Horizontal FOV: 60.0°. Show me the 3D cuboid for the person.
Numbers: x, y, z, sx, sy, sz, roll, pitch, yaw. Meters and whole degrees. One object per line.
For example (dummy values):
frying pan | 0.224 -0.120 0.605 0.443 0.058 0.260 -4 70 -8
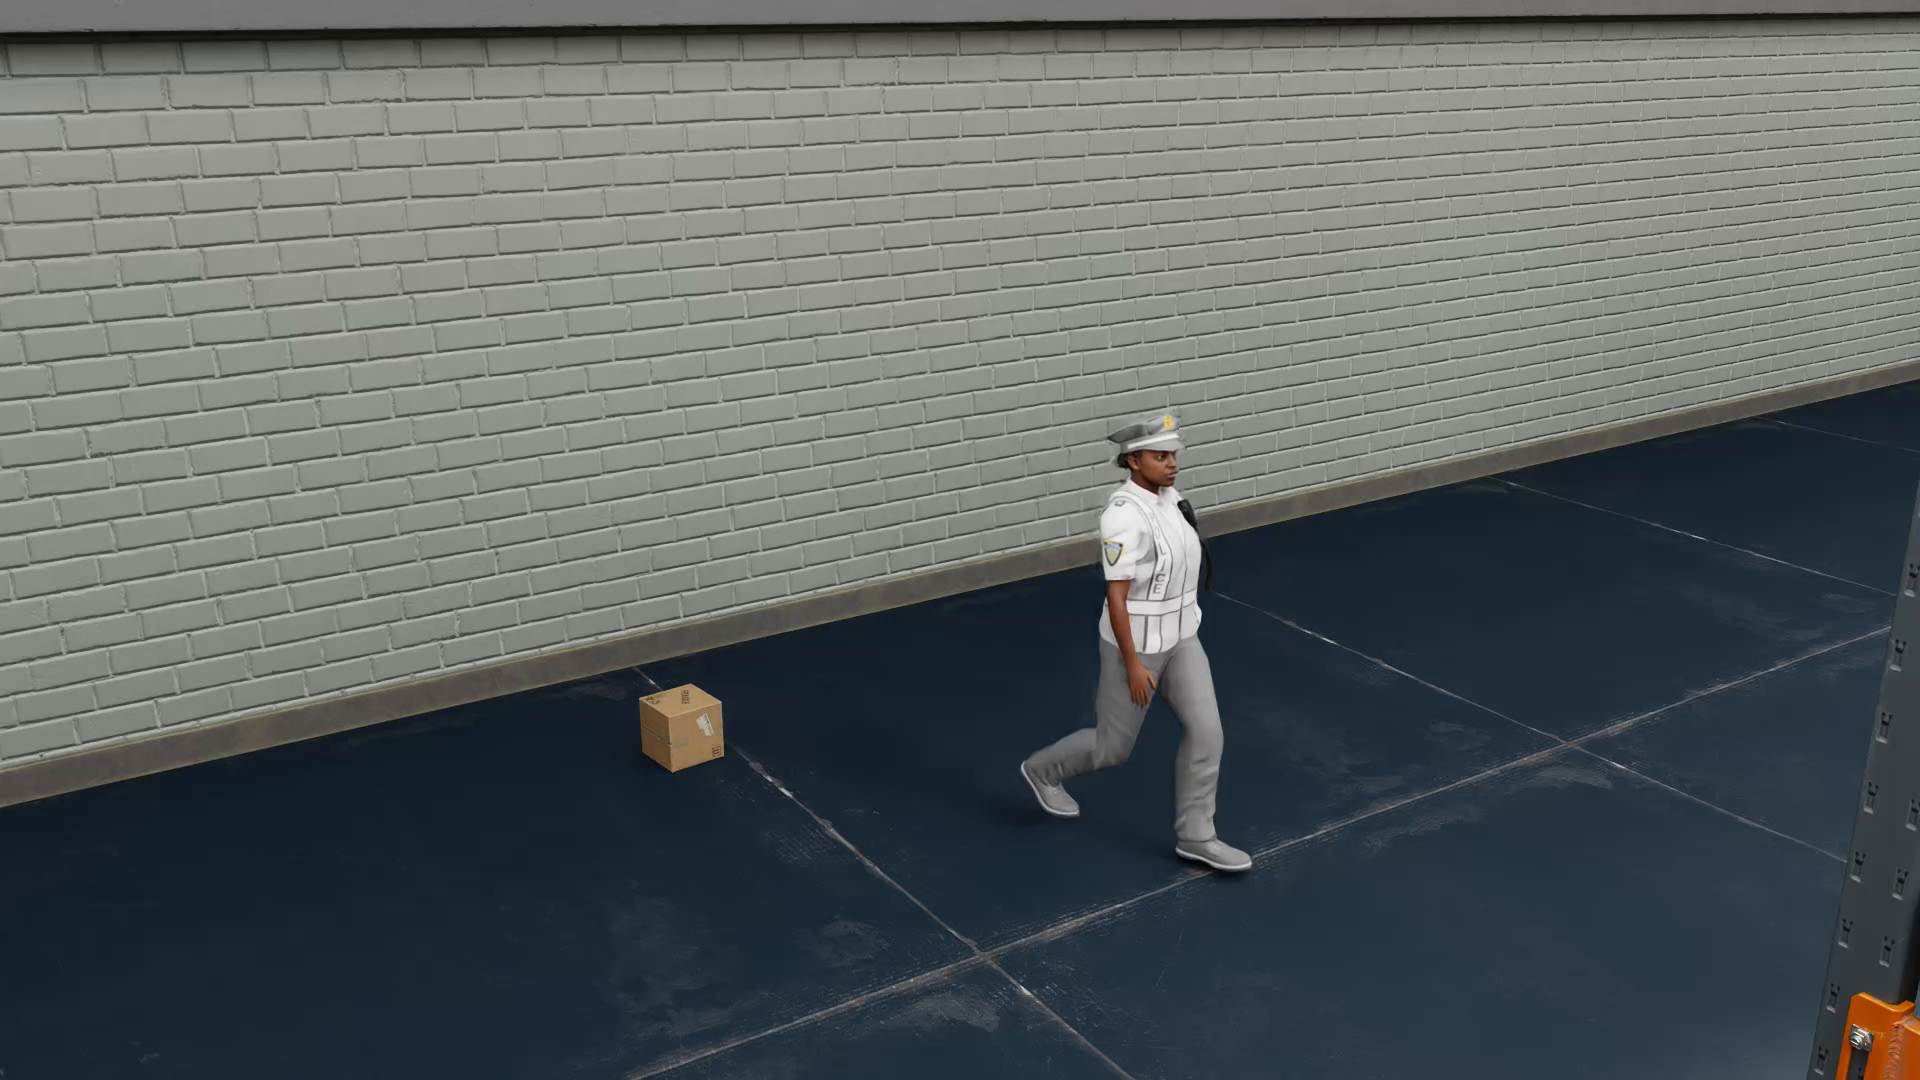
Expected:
person | 0.649 0.340 5.960 0.921 1.644 0.460 16 24 39
